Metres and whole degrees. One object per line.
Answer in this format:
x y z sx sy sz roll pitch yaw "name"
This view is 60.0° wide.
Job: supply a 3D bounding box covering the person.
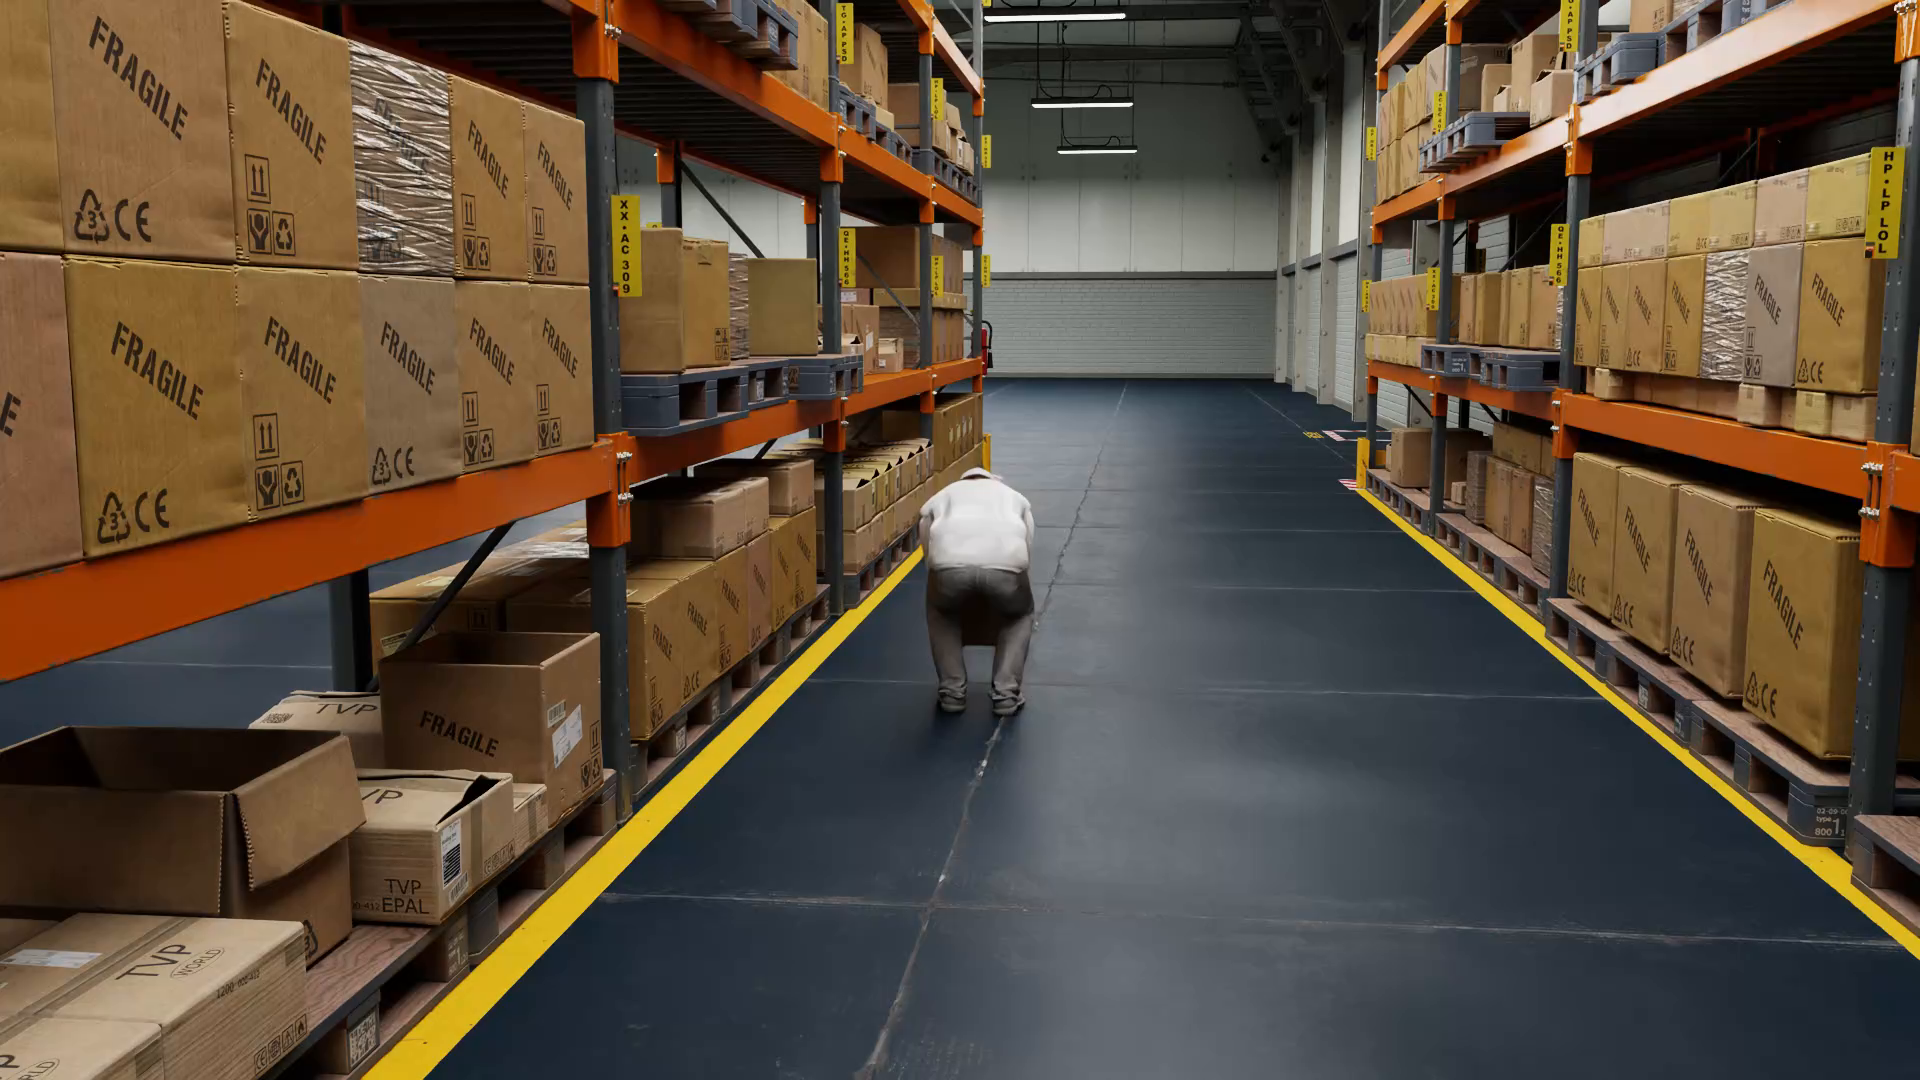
0.071 0.218 7.412 0.527 1.019 0.959 0 8 3 "person"
